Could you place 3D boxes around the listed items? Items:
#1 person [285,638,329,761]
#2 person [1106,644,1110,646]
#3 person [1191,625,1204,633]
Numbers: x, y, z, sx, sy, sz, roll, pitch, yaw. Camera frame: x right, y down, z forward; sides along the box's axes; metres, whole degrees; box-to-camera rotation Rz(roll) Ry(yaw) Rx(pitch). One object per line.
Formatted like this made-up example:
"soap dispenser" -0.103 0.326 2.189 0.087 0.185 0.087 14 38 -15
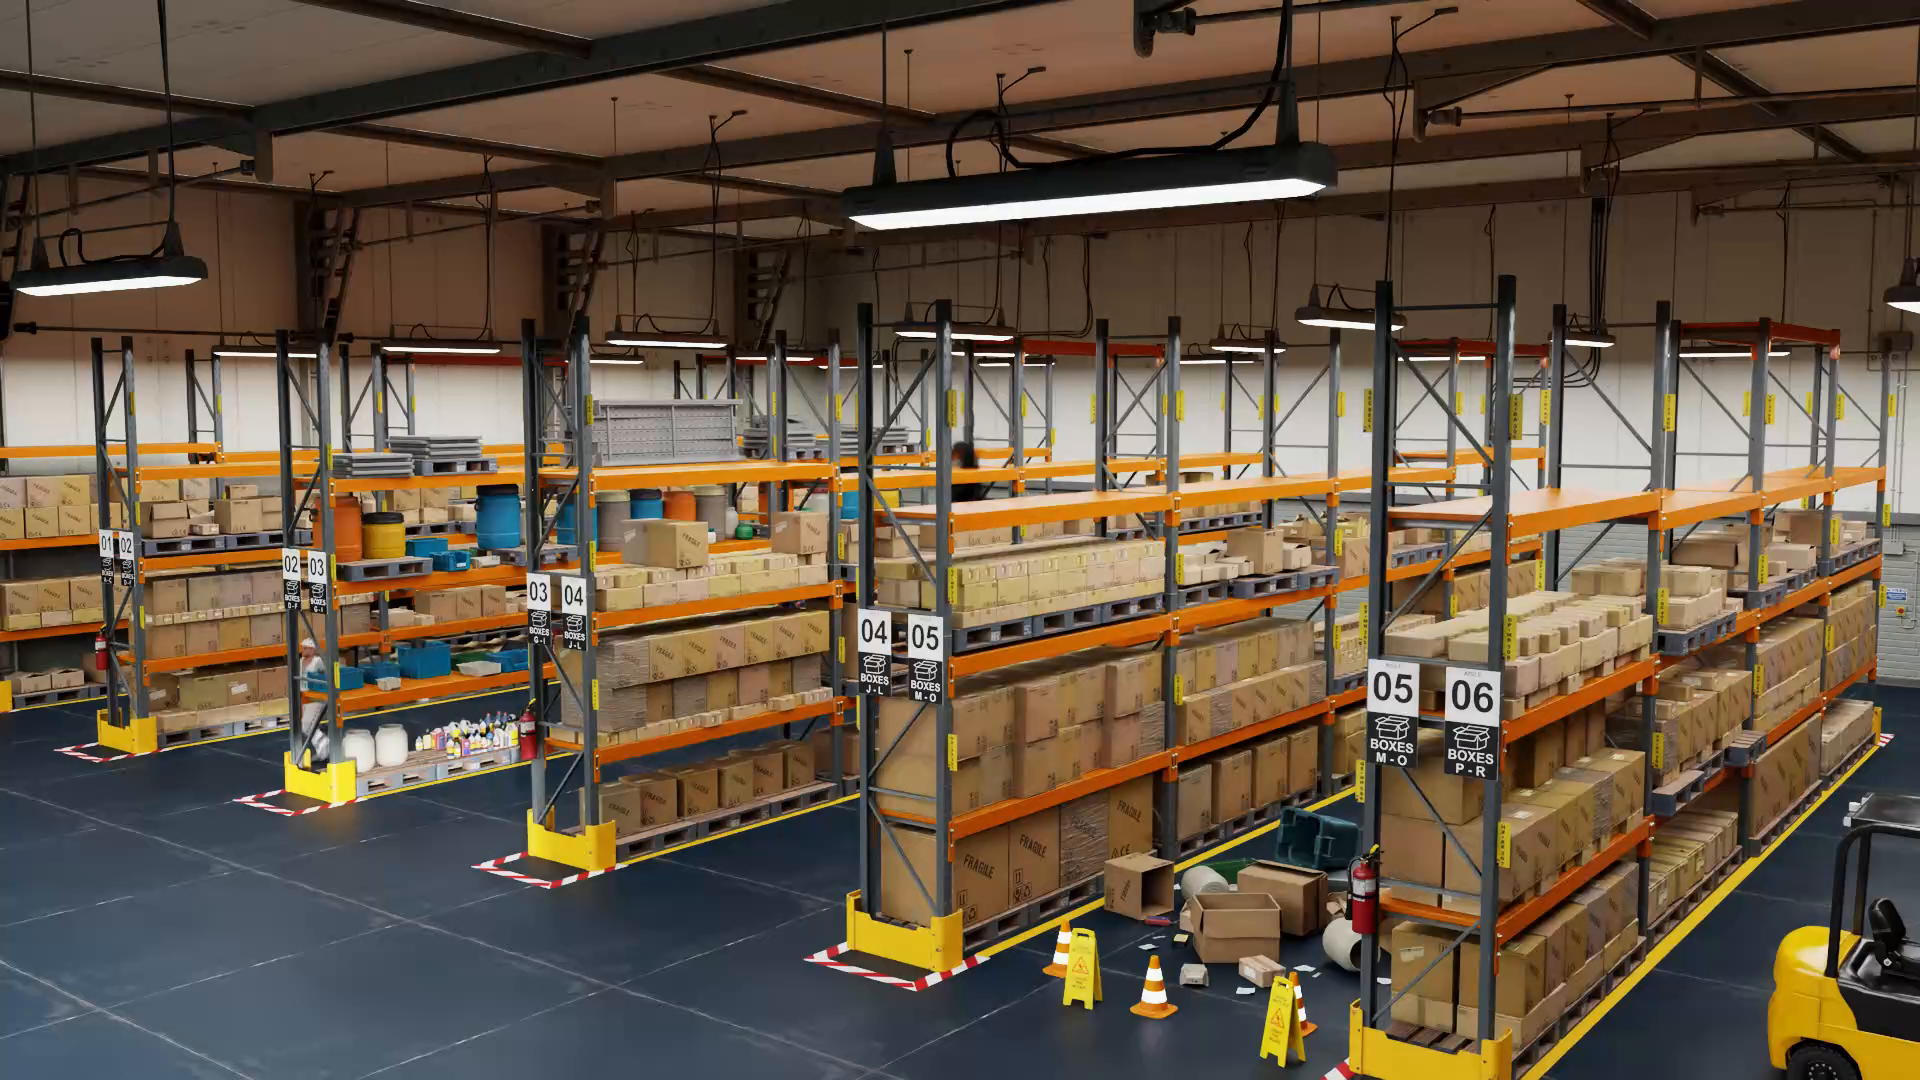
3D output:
"person" -9.126 2.252 23.318 0.687 1.747 0.614 3 6 28
"person" 1.730 2.207 20.966 0.643 1.880 0.669 3 6 32
"person" 3.724 2.064 25.877 0.534 1.528 0.893 4 6 35
